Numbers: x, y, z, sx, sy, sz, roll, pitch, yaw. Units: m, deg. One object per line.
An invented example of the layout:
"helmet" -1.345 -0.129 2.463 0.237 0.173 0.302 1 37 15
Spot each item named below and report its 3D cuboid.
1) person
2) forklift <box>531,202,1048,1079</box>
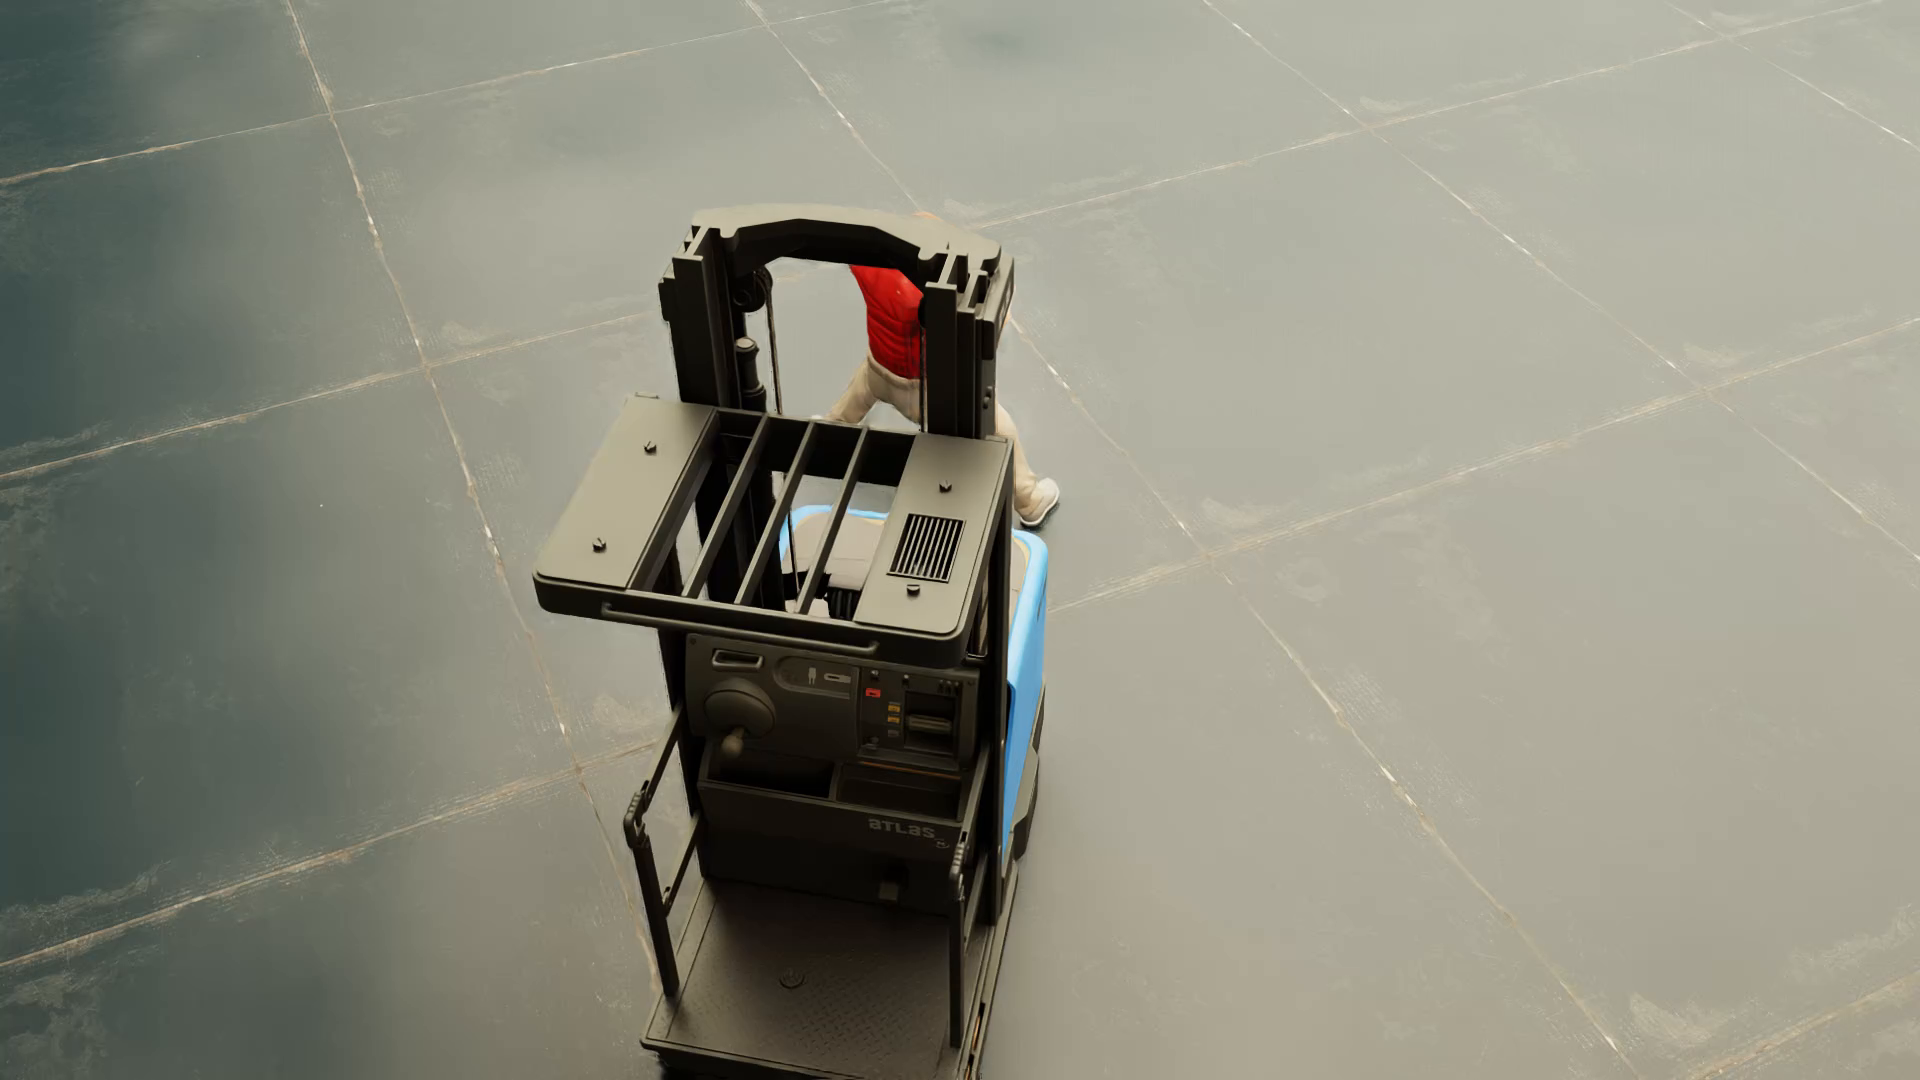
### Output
"person" -0.139 -0.900 7.682 0.700 1.512 1.309 -32 52 -30
"forklift" -0.444 0.611 5.026 1.130 2.935 3.031 8 44 8
